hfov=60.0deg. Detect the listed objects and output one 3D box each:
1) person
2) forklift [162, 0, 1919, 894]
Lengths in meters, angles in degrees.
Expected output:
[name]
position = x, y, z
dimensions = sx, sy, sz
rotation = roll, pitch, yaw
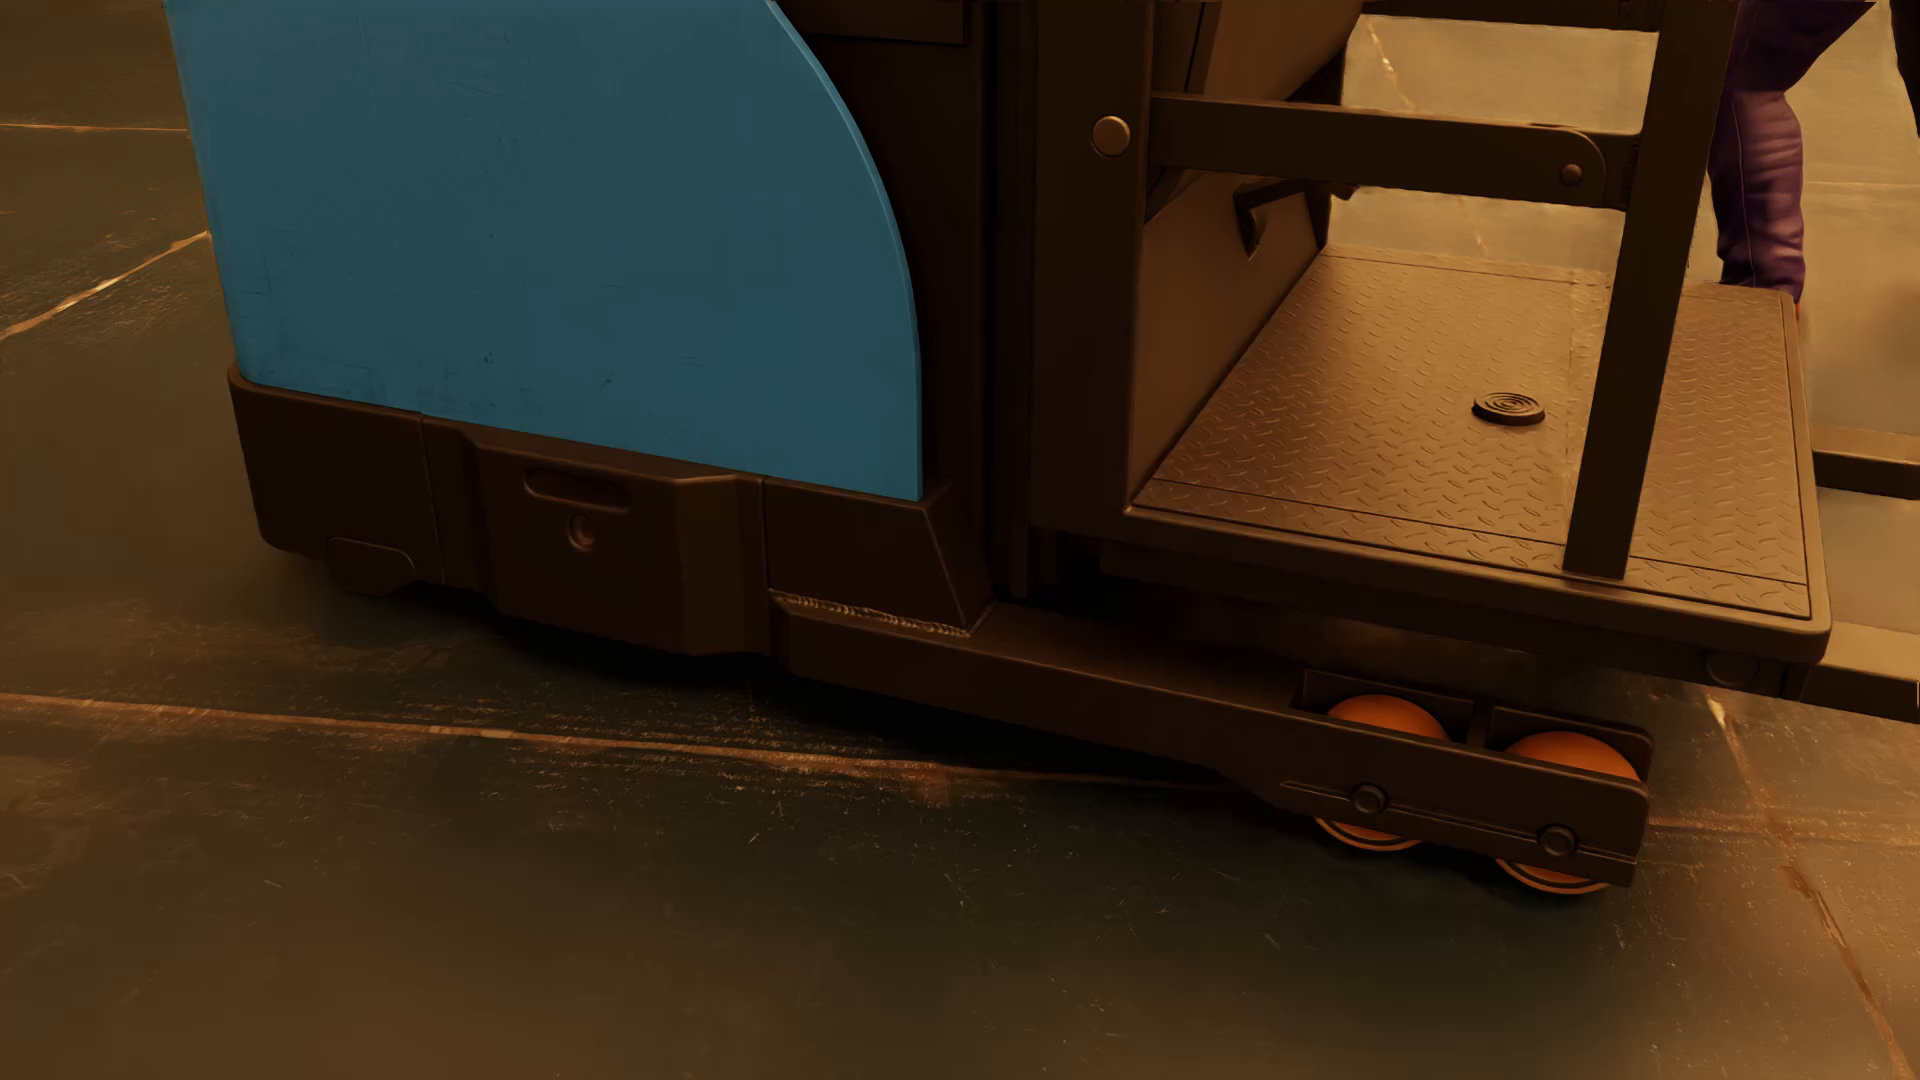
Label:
[person]
position = 1.789, -1.172, 3.126
dimensions = 0.929, 1.591, 0.387
rotation = -6, 27, -12
[forklift]
position = 0.565, -1.209, 1.640
dimensions = 3.031, 2.935, 1.130
rotation = 10, 28, 20
